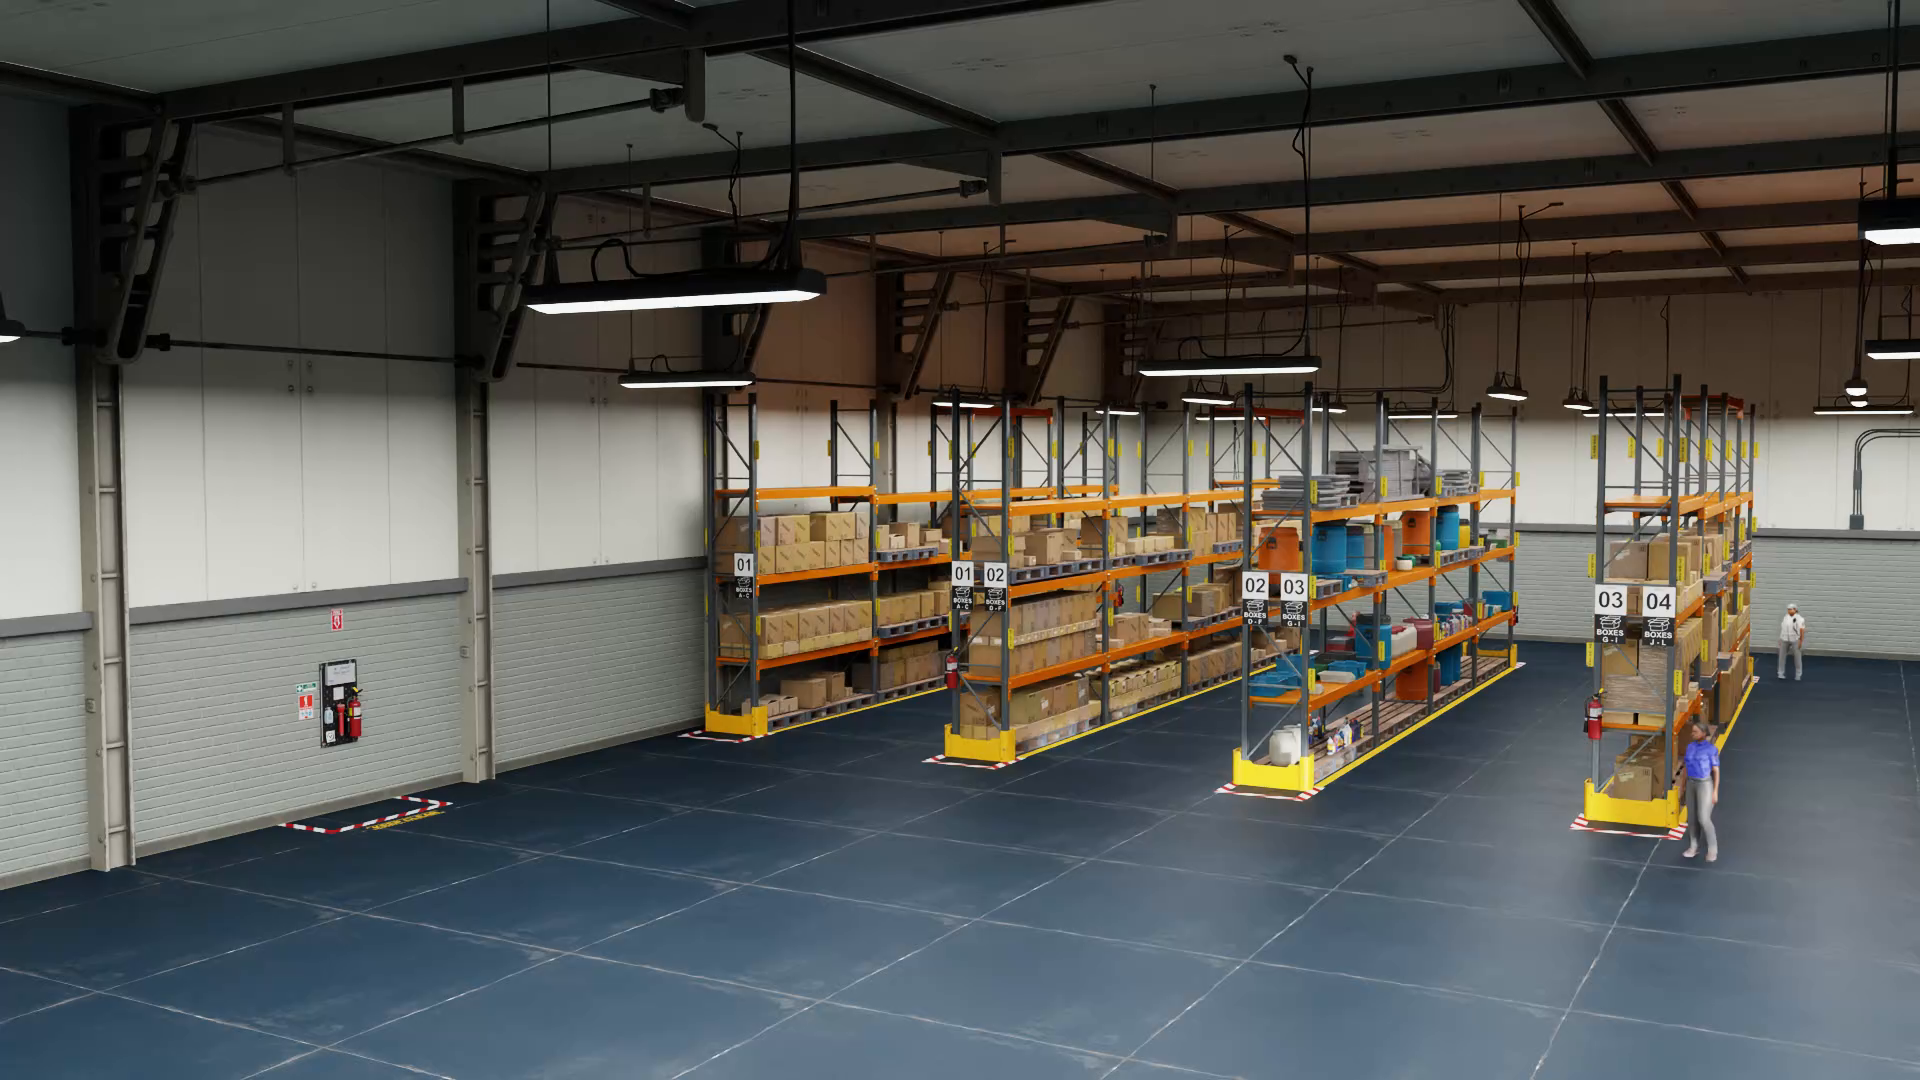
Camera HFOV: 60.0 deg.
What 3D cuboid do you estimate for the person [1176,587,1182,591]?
[{"bbox_3d":[5.193,1.985,39.261,0.408,1.767,0.598,1,3,17],"label":"person"}]

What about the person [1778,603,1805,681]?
[{"bbox_3d":[18.144,2.216,36.288,0.537,1.674,0.443,3,4,42],"label":"person"}]

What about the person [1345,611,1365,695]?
[{"bbox_3d":[8.046,2.303,34.021,0.501,1.720,0.541,2,4,32],"label":"person"}]

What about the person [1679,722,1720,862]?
[{"bbox_3d":[9.070,3.073,20.410,0.332,1.682,0.498,-1,3,-24],"label":"person"}]
